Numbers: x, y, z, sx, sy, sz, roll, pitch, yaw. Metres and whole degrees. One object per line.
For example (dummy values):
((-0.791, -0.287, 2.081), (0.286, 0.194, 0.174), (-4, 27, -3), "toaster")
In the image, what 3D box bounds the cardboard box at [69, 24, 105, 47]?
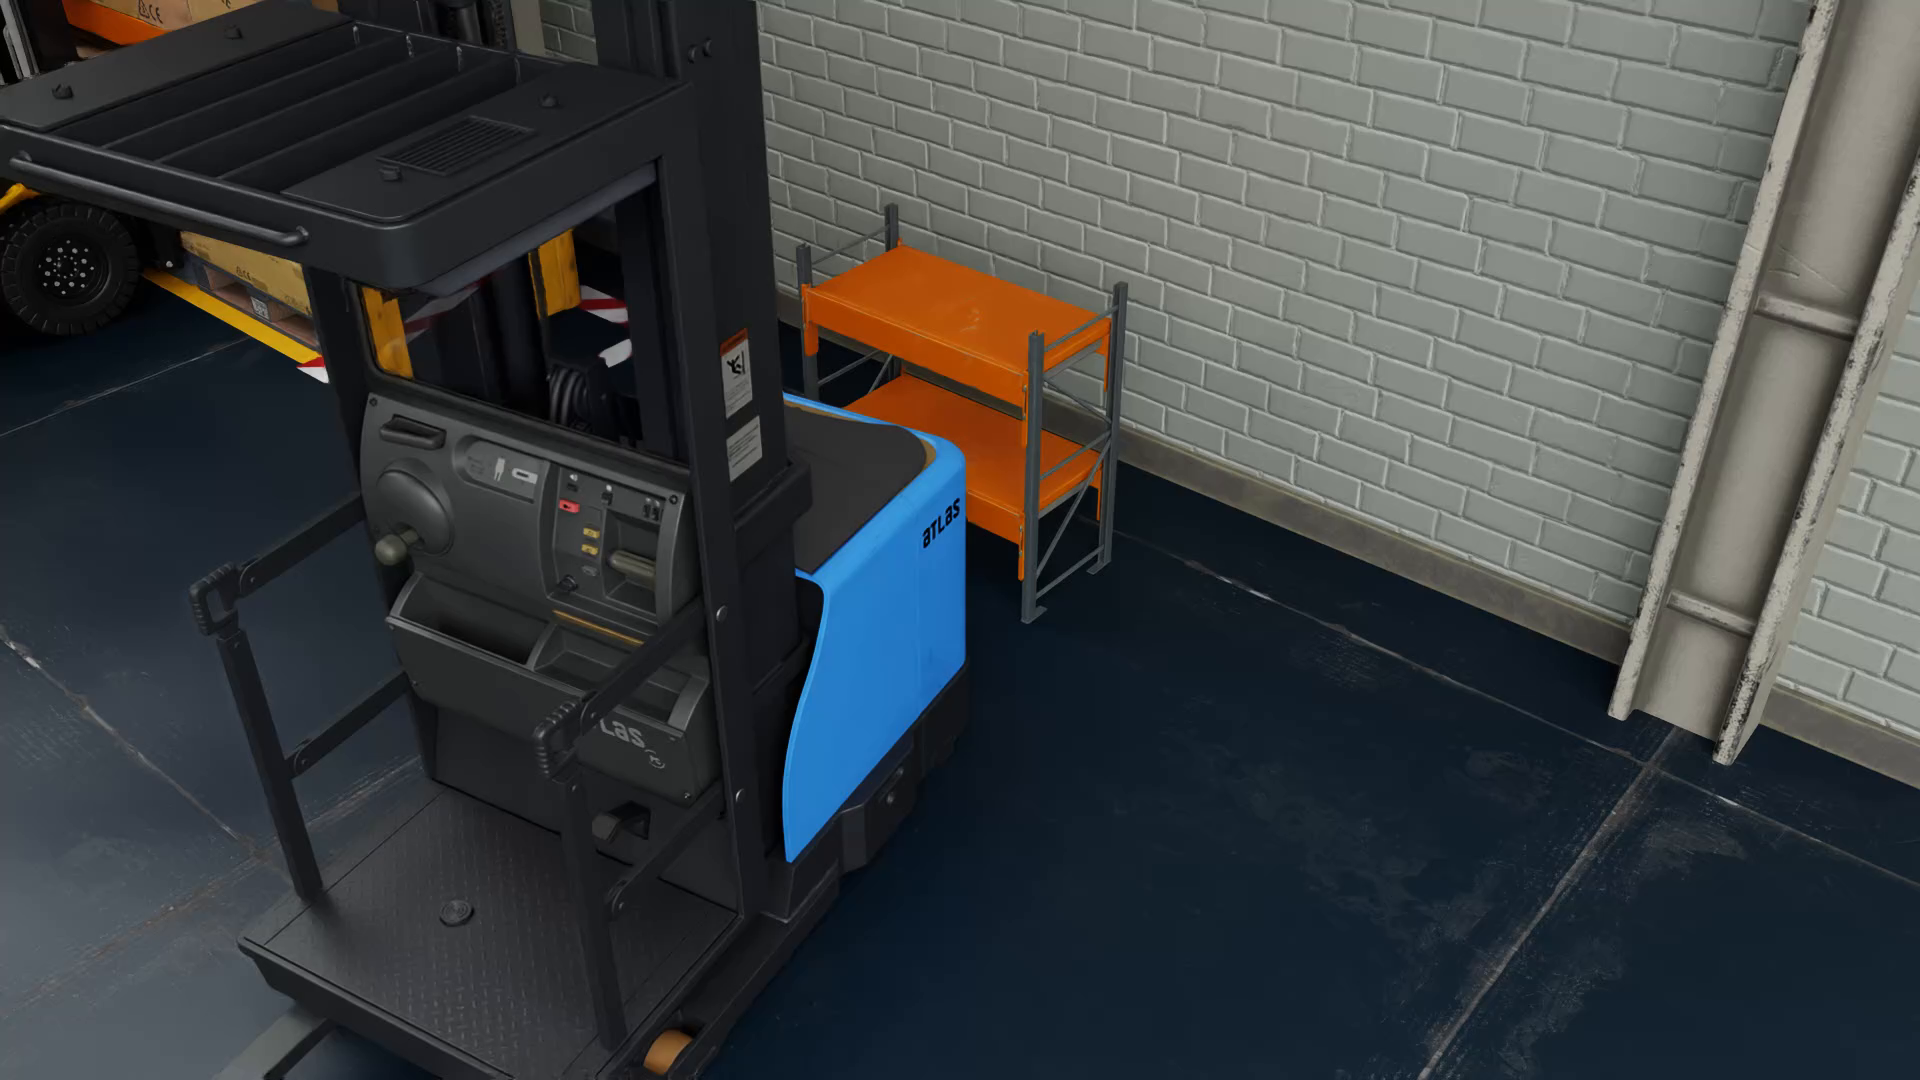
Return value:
((-4.420, -2.418, 8.296), (0.500, 0.250, 0.500), (27, 43, 33), "cardboard box")

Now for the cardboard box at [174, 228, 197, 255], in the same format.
((-3.611, -1.635, 8.040), (0.500, 0.250, 0.500), (26, 42, 32), "cardboard box")

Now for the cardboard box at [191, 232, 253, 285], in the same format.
((-3.233, -1.450, 7.770), (0.500, 0.250, 0.500), (25, 42, 32), "cardboard box")

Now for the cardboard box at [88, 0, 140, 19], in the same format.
((-3.626, -2.676, 7.409), (0.500, 0.500, 0.500), (24, 41, 31), "cardboard box")

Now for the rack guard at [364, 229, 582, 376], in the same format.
((-2.275, -1.155, 7.489), (0.348, 0.500, 1.175), (25, 42, 32), "rack guard")

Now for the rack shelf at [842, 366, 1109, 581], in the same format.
((-0.005, -0.265, 6.074), (1.000, 0.278, 0.538), (25, 42, 32), "rack shelf")

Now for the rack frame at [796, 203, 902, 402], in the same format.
((-0.396, -0.650, 6.203), (0.032, 1.125, 0.500), (25, 42, 32), "rack frame")

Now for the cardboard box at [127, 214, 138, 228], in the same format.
((-4.025, -1.814, 8.299), (0.500, 0.250, 0.500), (27, 43, 33), "cardboard box")

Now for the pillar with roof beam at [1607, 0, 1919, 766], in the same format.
((-0.395, -1.265, 0.143), (0.400, 9.000, 9.100), (25, 42, 32), "pillar with roof beam")

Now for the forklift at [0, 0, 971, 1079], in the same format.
((-1.118, -0.002, 3.664), (1.130, 2.935, 3.031), (17, 38, 23), "forklift")

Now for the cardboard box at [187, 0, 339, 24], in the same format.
((-2.840, -2.299, 6.859), (0.500, 0.500, 0.500), (24, 41, 31), "cardboard box")

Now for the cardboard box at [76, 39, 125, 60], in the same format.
((-4.022, -2.224, 8.014), (0.500, 0.250, 0.500), (24, 41, 31), "cardboard box")

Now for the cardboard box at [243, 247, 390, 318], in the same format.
((-2.857, -1.266, 7.502), (0.500, 0.250, 0.500), (26, 42, 32), "cardboard box")

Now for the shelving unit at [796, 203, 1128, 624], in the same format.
((-0.005, -0.466, 5.935), (1.048, 1.125, 0.538), (25, 42, 32), "shelving unit")

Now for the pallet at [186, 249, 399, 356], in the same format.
((-2.908, -1.303, 7.961), (1.213, 0.211, 1.003), (25, 42, 32), "pallet")

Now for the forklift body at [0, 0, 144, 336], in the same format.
((-4.918, -1.737, 6.879), (1.214, 2.155, 2.313), (25, 42, 32), "forklift body")

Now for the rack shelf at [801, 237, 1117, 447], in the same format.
((-0.005, -0.707, 5.769), (1.000, 0.278, 0.538), (25, 42, 32), "rack shelf")

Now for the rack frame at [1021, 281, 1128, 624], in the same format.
((0.385, -0.282, 5.667), (0.032, 1.125, 0.500), (25, 42, 32), "rack frame")

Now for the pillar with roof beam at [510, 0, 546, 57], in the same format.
((-5.006, -3.438, 3.307), (0.400, 9.000, 9.100), (25, 42, 32), "pillar with roof beam")

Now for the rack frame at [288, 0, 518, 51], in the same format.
((-2.293, -2.194, 6.795), (0.127, 3.000, 1.000), (25, 42, 32), "rack frame")

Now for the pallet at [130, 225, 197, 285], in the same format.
((-3.841, -1.745, 8.604), (1.213, 0.211, 1.003), (25, 42, 32), "pallet")

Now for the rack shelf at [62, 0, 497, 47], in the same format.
((-3.830, -2.621, 8.053), (4.000, 0.370, 1.077), (25, 42, 32), "rack shelf")

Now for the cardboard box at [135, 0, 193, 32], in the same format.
((-3.232, -2.491, 7.139), (0.500, 0.500, 0.500), (27, 43, 33), "cardboard box")
